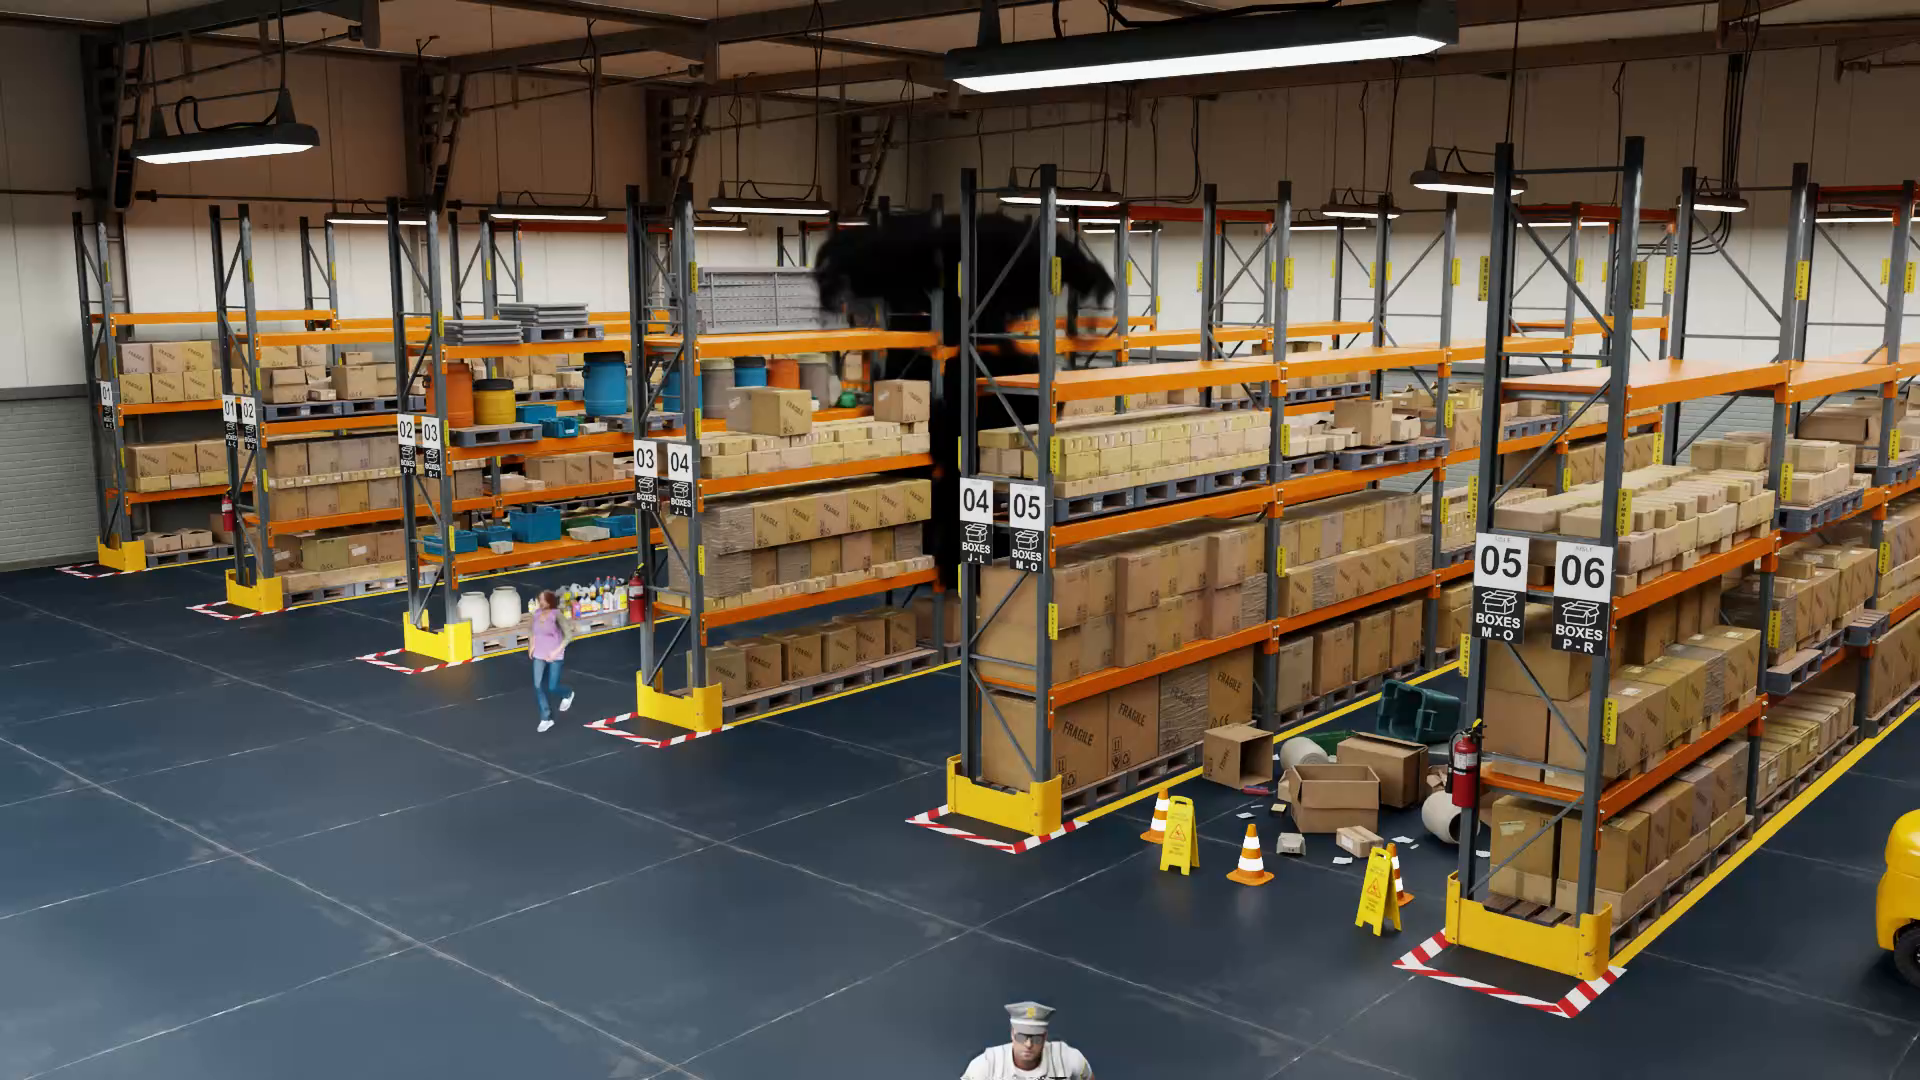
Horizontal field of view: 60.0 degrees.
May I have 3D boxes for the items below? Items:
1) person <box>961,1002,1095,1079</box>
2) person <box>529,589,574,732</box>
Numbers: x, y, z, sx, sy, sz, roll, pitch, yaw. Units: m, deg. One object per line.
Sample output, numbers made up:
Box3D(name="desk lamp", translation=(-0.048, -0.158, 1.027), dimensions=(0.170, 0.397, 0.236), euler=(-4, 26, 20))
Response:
Box3D(name="person", translation=(0.312, 3.004, 8.016), dimensions=(0.686, 1.775, 0.981), euler=(0, 9, 2))
Box3D(name="person", translation=(-4.595, 1.321, 18.713), dimensions=(0.552, 1.584, 0.685), euler=(2, 10, 14))
